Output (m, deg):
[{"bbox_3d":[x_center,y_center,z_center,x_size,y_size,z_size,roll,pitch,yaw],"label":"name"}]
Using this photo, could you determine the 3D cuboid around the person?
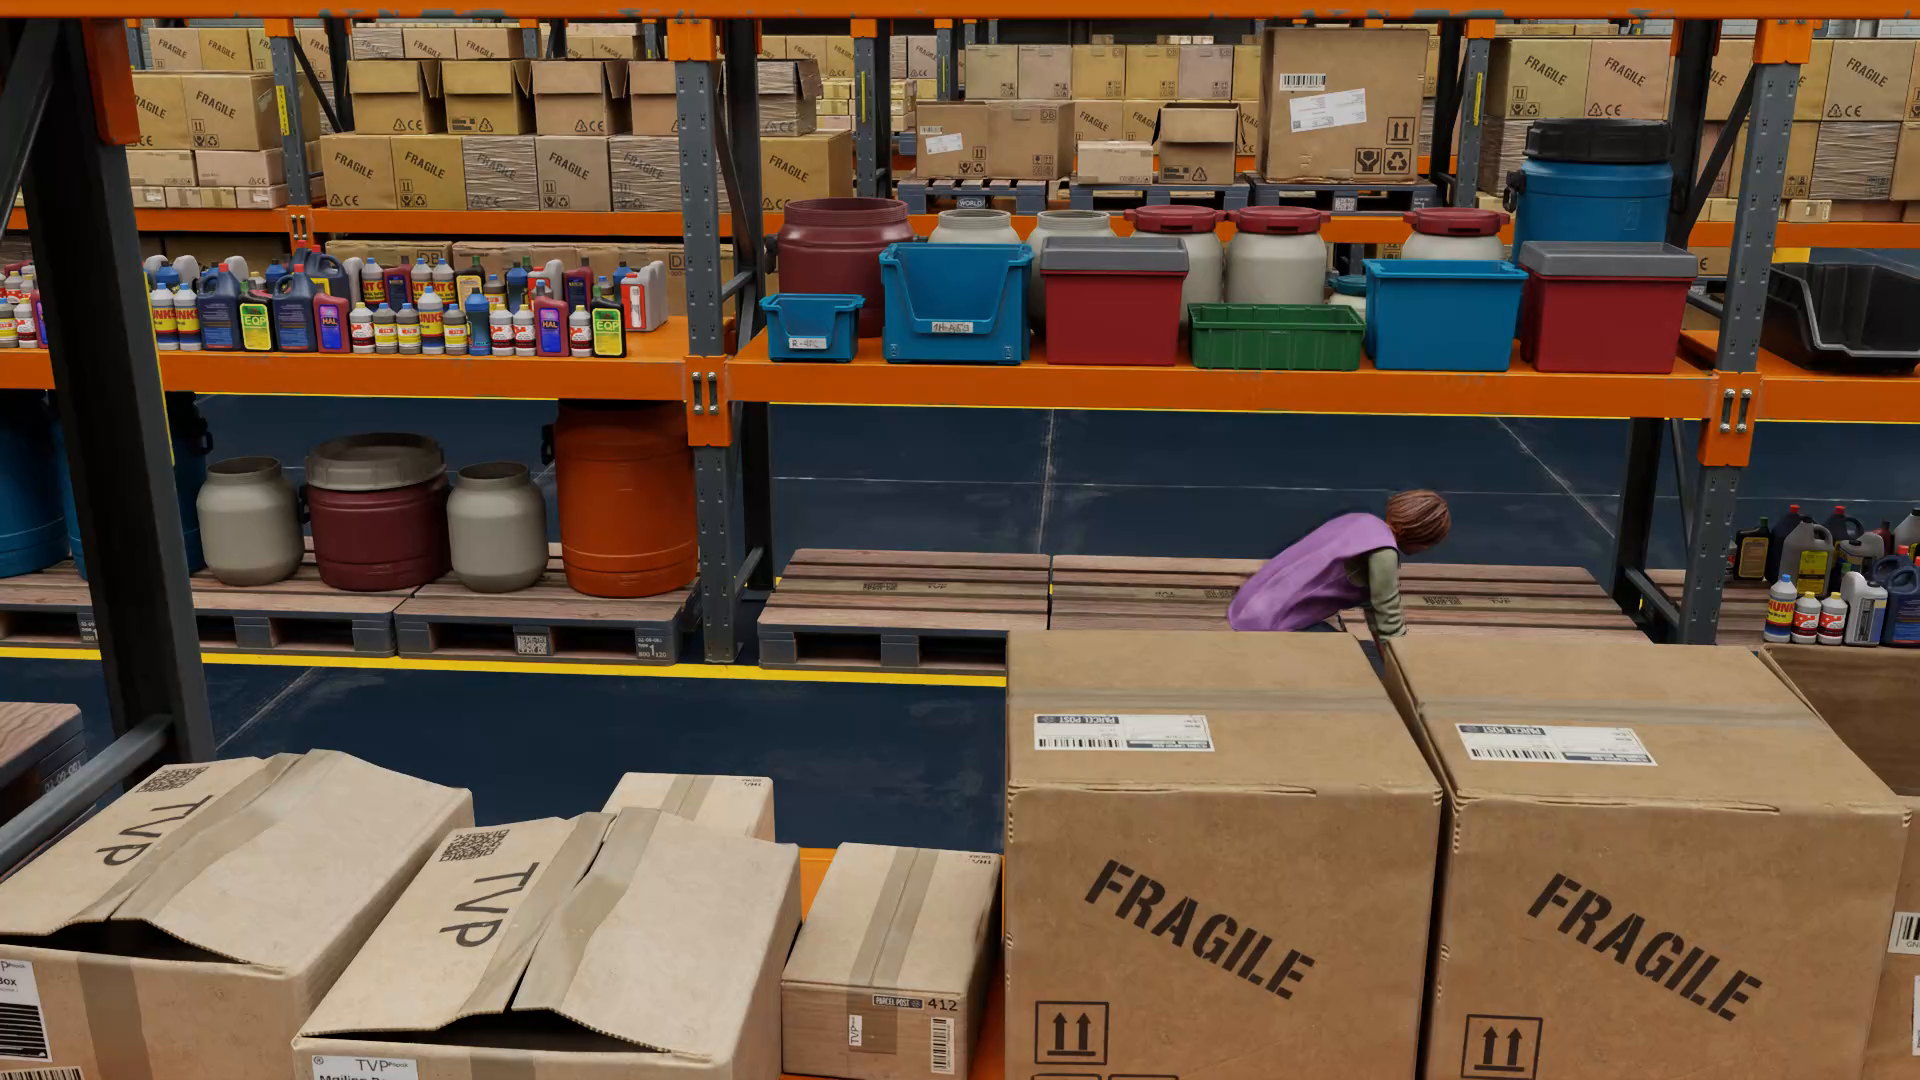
[{"bbox_3d":[1.315,0.339,5.872,0.754,1.075,0.460,1,18,4],"label":"person"}]
